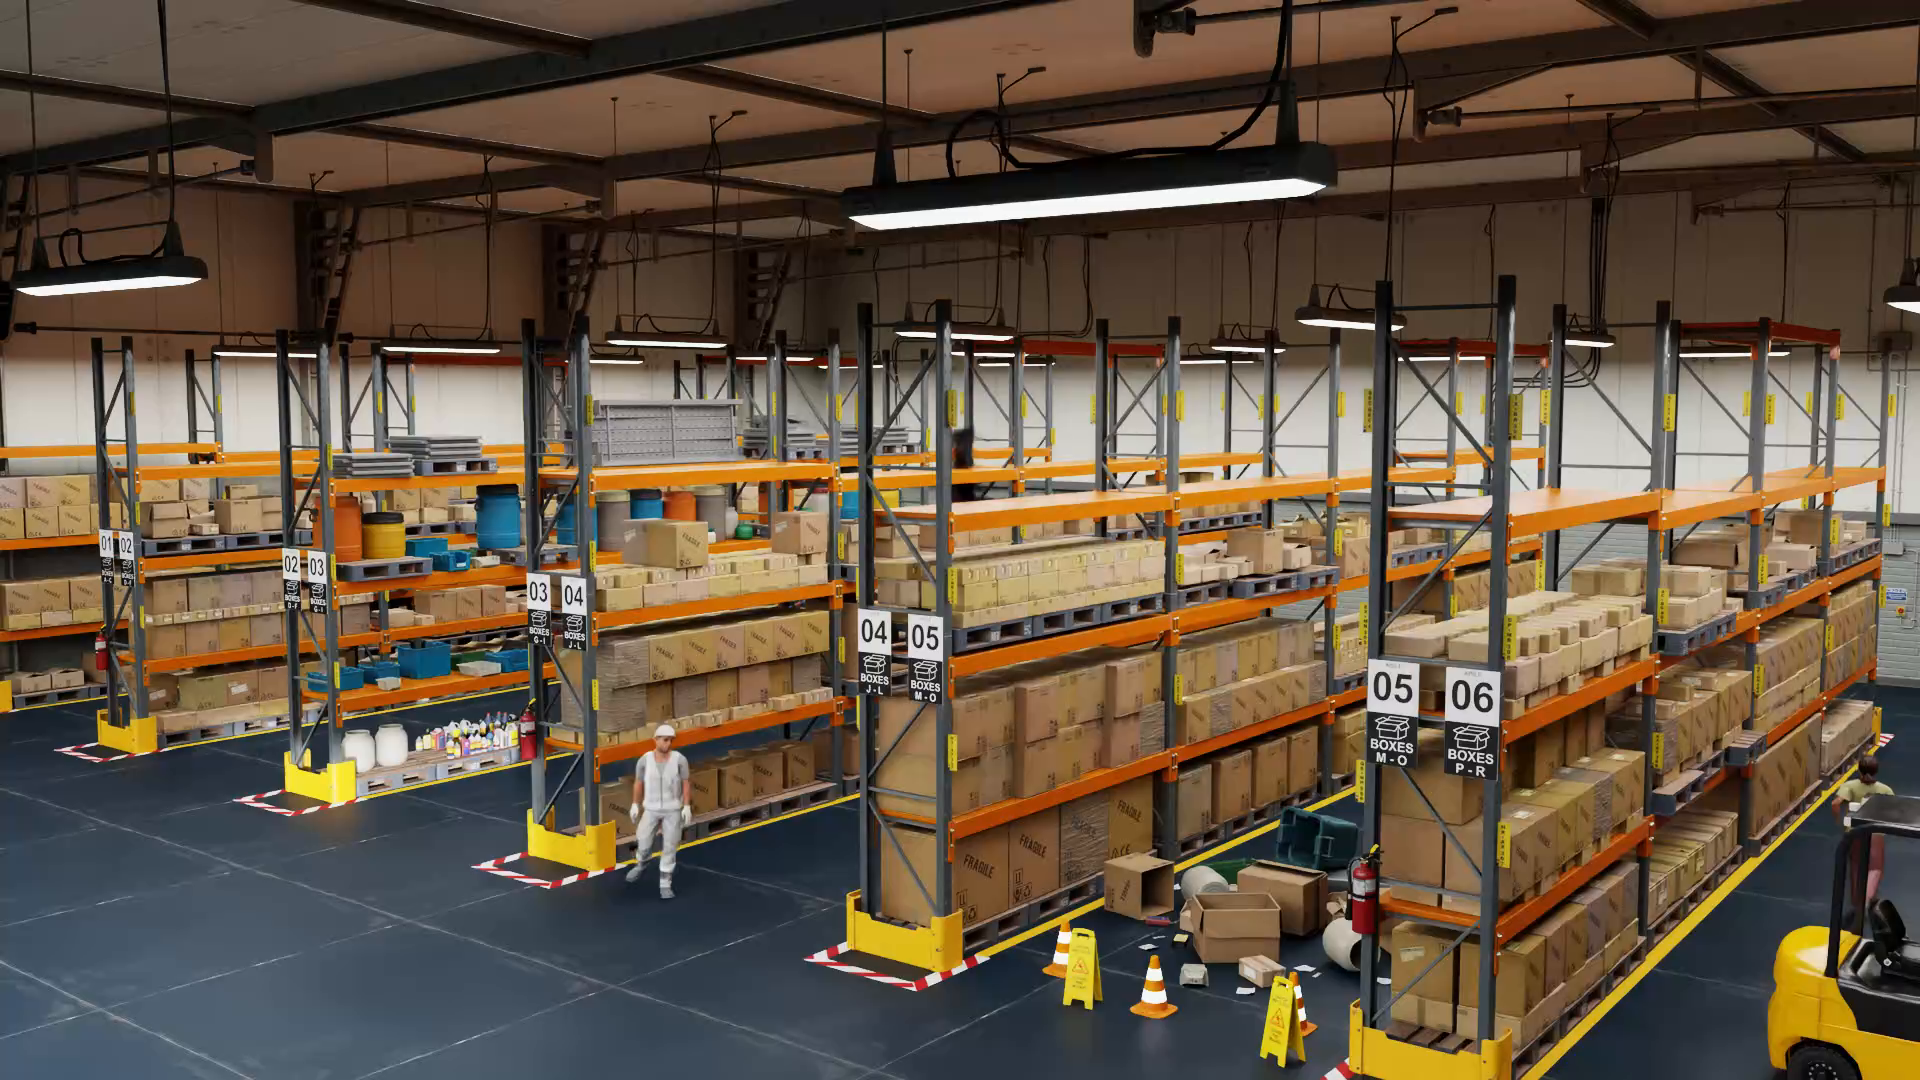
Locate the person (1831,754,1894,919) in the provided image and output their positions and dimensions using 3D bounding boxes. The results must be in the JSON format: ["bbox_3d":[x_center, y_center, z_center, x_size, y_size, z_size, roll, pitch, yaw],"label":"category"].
[{"bbox_3d":[8.891,2.917,16.338,0.574,1.636,0.903,3,6,34],"label":"person"}]

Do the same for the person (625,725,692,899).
[{"bbox_3d":[-3.131,2.778,17.206,0.695,1.781,0.589,-1,5,-9],"label":"person"}]
